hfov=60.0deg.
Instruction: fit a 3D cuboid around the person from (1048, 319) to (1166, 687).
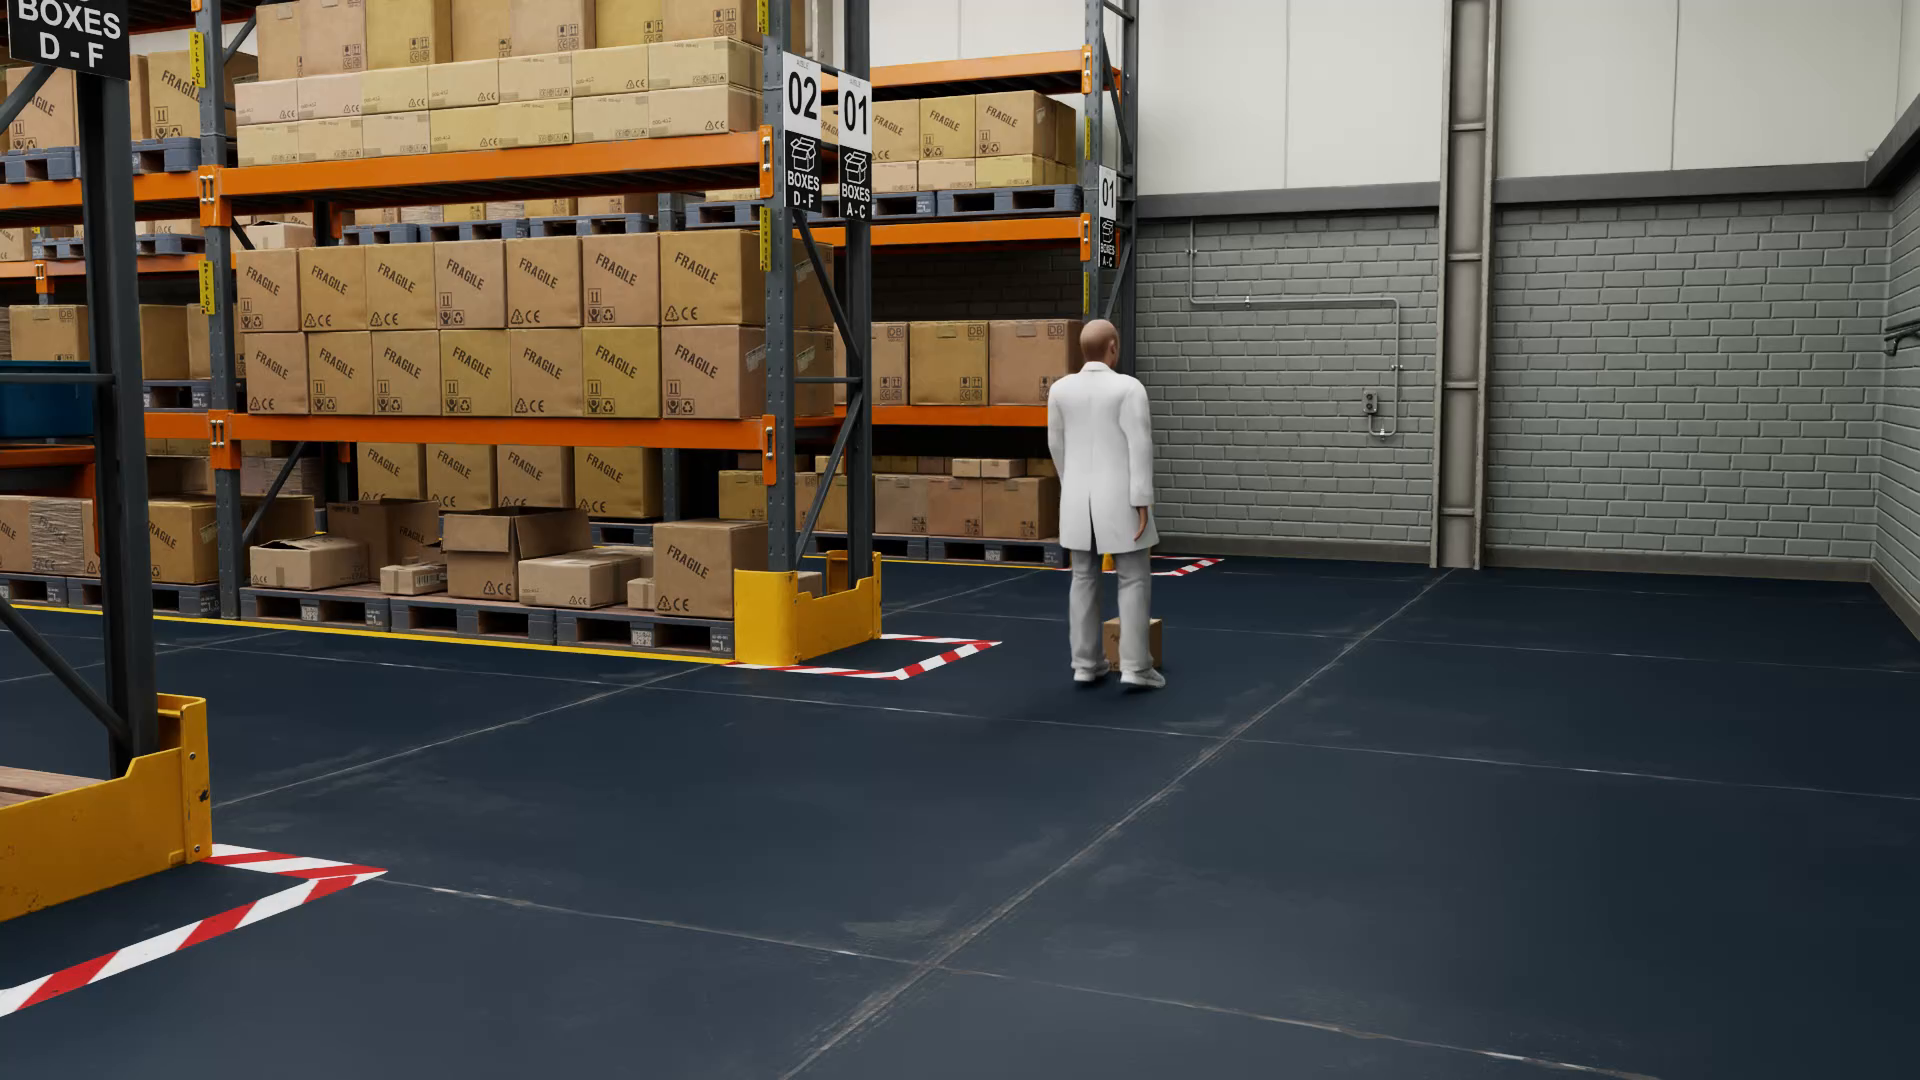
[{"bbox_3d":[0.731,-0.168,8.170,0.592,1.812,0.493,3,6,29],"label":"person"}]
